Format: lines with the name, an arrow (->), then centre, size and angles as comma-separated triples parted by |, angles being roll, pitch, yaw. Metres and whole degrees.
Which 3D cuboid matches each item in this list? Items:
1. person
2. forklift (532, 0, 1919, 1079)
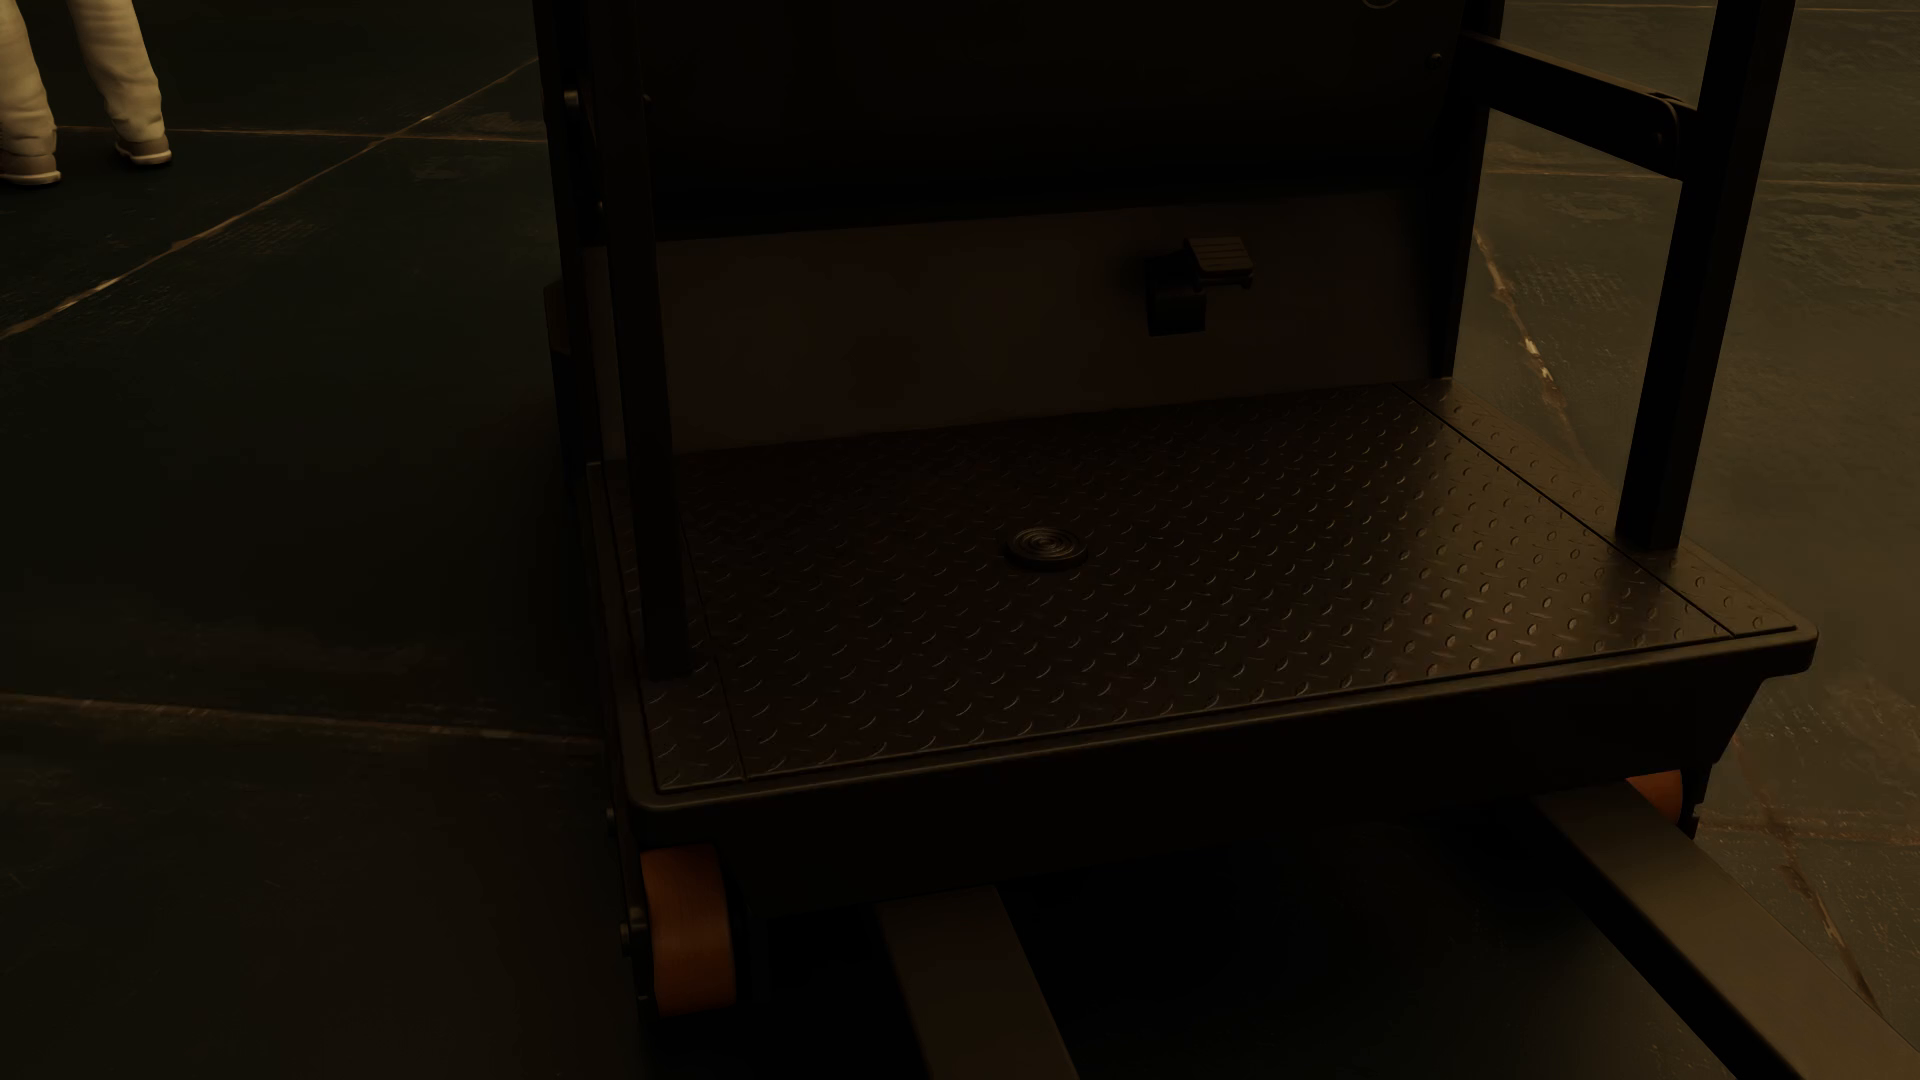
person -> -2.373, -1.770, 4.090 | 0.440, 1.747, 0.585 | 22, 34, 37
forklift -> 0.153, -1.049, 1.319 | 1.130, 2.935, 3.031 | -7, 27, -13
